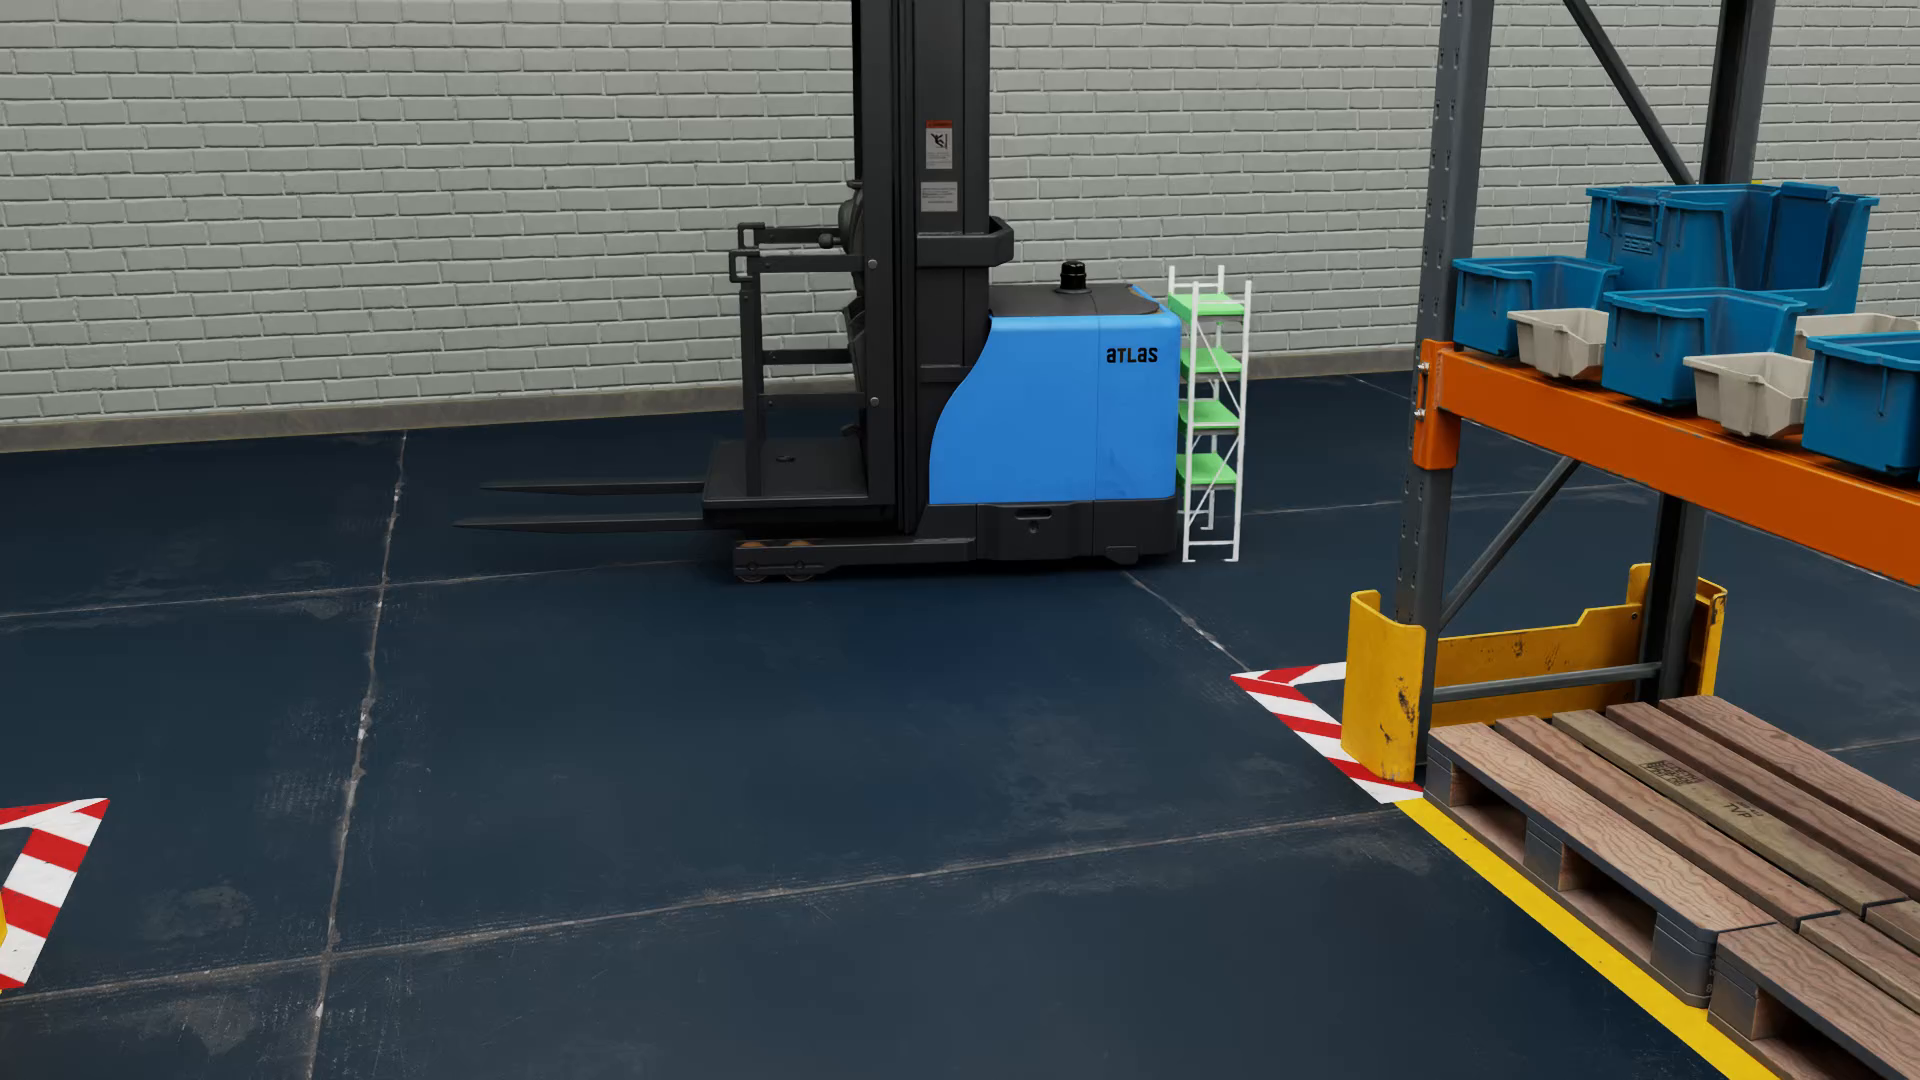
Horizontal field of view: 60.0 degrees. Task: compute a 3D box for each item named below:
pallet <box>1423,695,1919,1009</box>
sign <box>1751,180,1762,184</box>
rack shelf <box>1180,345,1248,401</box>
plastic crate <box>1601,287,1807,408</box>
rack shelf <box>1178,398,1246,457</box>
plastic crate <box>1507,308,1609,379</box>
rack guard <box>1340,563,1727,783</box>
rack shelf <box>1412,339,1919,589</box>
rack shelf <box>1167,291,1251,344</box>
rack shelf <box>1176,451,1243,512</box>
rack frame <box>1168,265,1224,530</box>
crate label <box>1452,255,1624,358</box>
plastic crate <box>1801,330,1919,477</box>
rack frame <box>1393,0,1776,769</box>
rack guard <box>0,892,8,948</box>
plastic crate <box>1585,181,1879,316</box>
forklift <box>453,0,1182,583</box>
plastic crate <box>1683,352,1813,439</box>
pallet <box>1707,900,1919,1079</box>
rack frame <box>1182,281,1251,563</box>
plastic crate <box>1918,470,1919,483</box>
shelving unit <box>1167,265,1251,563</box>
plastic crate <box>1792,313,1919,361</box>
[{"bbox_3d":[2.009,0.780,4.488,1.003,0.211,1.213,-5,17,-15],"label":"pallet"},{"bbox_3d":[2.344,-0.913,4.993,0.100,0.325,0.005,-5,17,-15],"label":"sign"},{"bbox_3d":[1.054,-0.721,7.154,0.258,0.148,0.480,-1,17,-4],"label":"rack shelf"},{"bbox_3d":[1.752,-0.459,3.952,0.416,0.233,0.300,-5,17,-15],"label":"plastic crate"},{"bbox_3d":[1.055,-0.491,7.223,0.258,0.148,0.480,-1,17,-4],"label":"rack shelf"},{"bbox_3d":[1.579,-0.499,4.255,0.250,0.136,0.298,-5,17,-15],"label":"plastic crate"},{"bbox_3d":[1.801,0.405,5.235,1.175,0.500,0.348,-5,17,-15],"label":"rack guard"},{"bbox_3d":[2.369,0.111,3.119,1.077,0.370,4.000,-5,17,-15],"label":"rack shelf"},{"bbox_3d":[1.054,-0.951,7.085,0.258,0.148,0.480,-1,17,-4],"label":"rack shelf"},{"bbox_3d":[1.055,-0.262,7.292,0.258,0.148,0.480,-1,17,-4],"label":"rack shelf"},{"bbox_3d":[1.036,-0.623,7.438,0.240,1.200,0.015,-1,17,-4],"label":"rack frame"},{"bbox_3d":[1.571,-0.641,4.558,0.416,0.233,0.303,-5,17,-15],"label":"crate label"},{"bbox_3d":[1.933,-0.277,3.346,0.416,0.233,0.300,-5,17,-15],"label":"plastic crate"},{"bbox_3d":[1.820,-0.787,4.857,1.000,3.000,0.127,-5,17,-15],"label":"rack frame"},{"bbox_3d":[-2.923,0.822,3.846,1.175,0.500,0.348,-5,17,-15],"label":"rack guard"},{"bbox_3d":[2.091,-0.754,4.584,0.616,0.435,0.499,-5,17,-15],"label":"plastic crate"},{"bbox_3d":[-0.624,-1.387,6.975,3.031,2.935,1.130,-2,17,-5],"label":"forklift"},{"bbox_3d":[1.766,-0.312,3.630,0.250,0.136,0.298,-5,17,-15],"label":"plastic crate"},{"bbox_3d":[2.341,1.117,3.367,1.003,0.211,1.213,-5,17,-15],"label":"pallet"},{"bbox_3d":[1.074,-0.483,6.972,0.240,1.200,0.015,-1,17,-4],"label":"rack frame"},{"bbox_3d":[2.015,-0.194,3.069,0.416,0.233,0.300,-5,17,-15],"label":"plastic crate"},{"bbox_3d":[1.055,-0.553,7.205,0.258,1.200,0.503,-1,17,-4],"label":"shelving unit"},{"bbox_3d":[2.218,-0.478,4.183,0.396,0.136,0.243,-5,17,-15],"label":"plastic crate"}]
